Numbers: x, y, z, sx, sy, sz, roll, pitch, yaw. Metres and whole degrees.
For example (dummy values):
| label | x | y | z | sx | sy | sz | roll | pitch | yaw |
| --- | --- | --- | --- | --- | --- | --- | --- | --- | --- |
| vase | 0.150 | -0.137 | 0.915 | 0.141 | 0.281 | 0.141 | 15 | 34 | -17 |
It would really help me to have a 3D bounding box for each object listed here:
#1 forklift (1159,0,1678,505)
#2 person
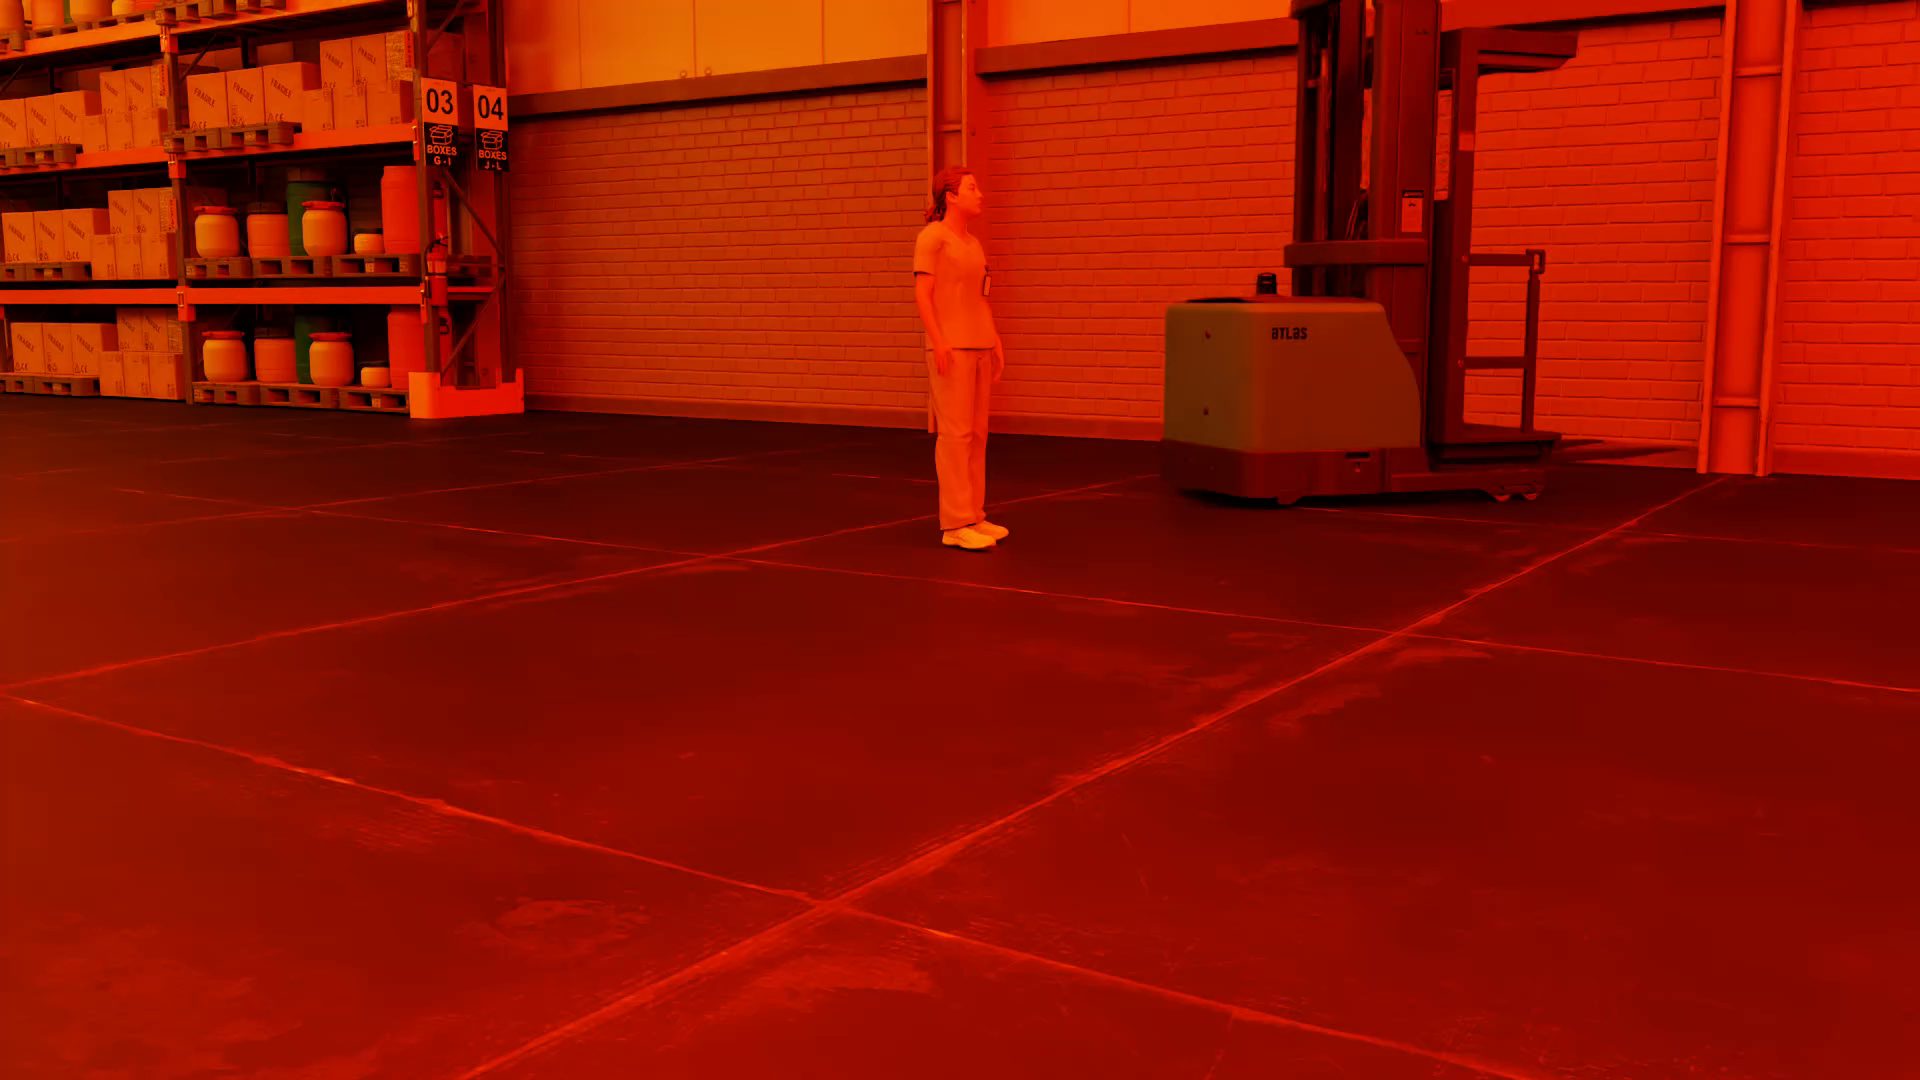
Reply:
| label | x | y | z | sx | sy | sz | roll | pitch | yaw |
| --- | --- | --- | --- | --- | --- | --- | --- | --- | --- |
| forklift | 2.709 | -1.736 | 9.403 | 3.031 | 2.935 | 1.130 | -3 | 9 | -21 |
| person | 0.054 | -0.830 | 7.432 | 0.548 | 1.673 | 0.549 | 5 | 10 | 34 |
